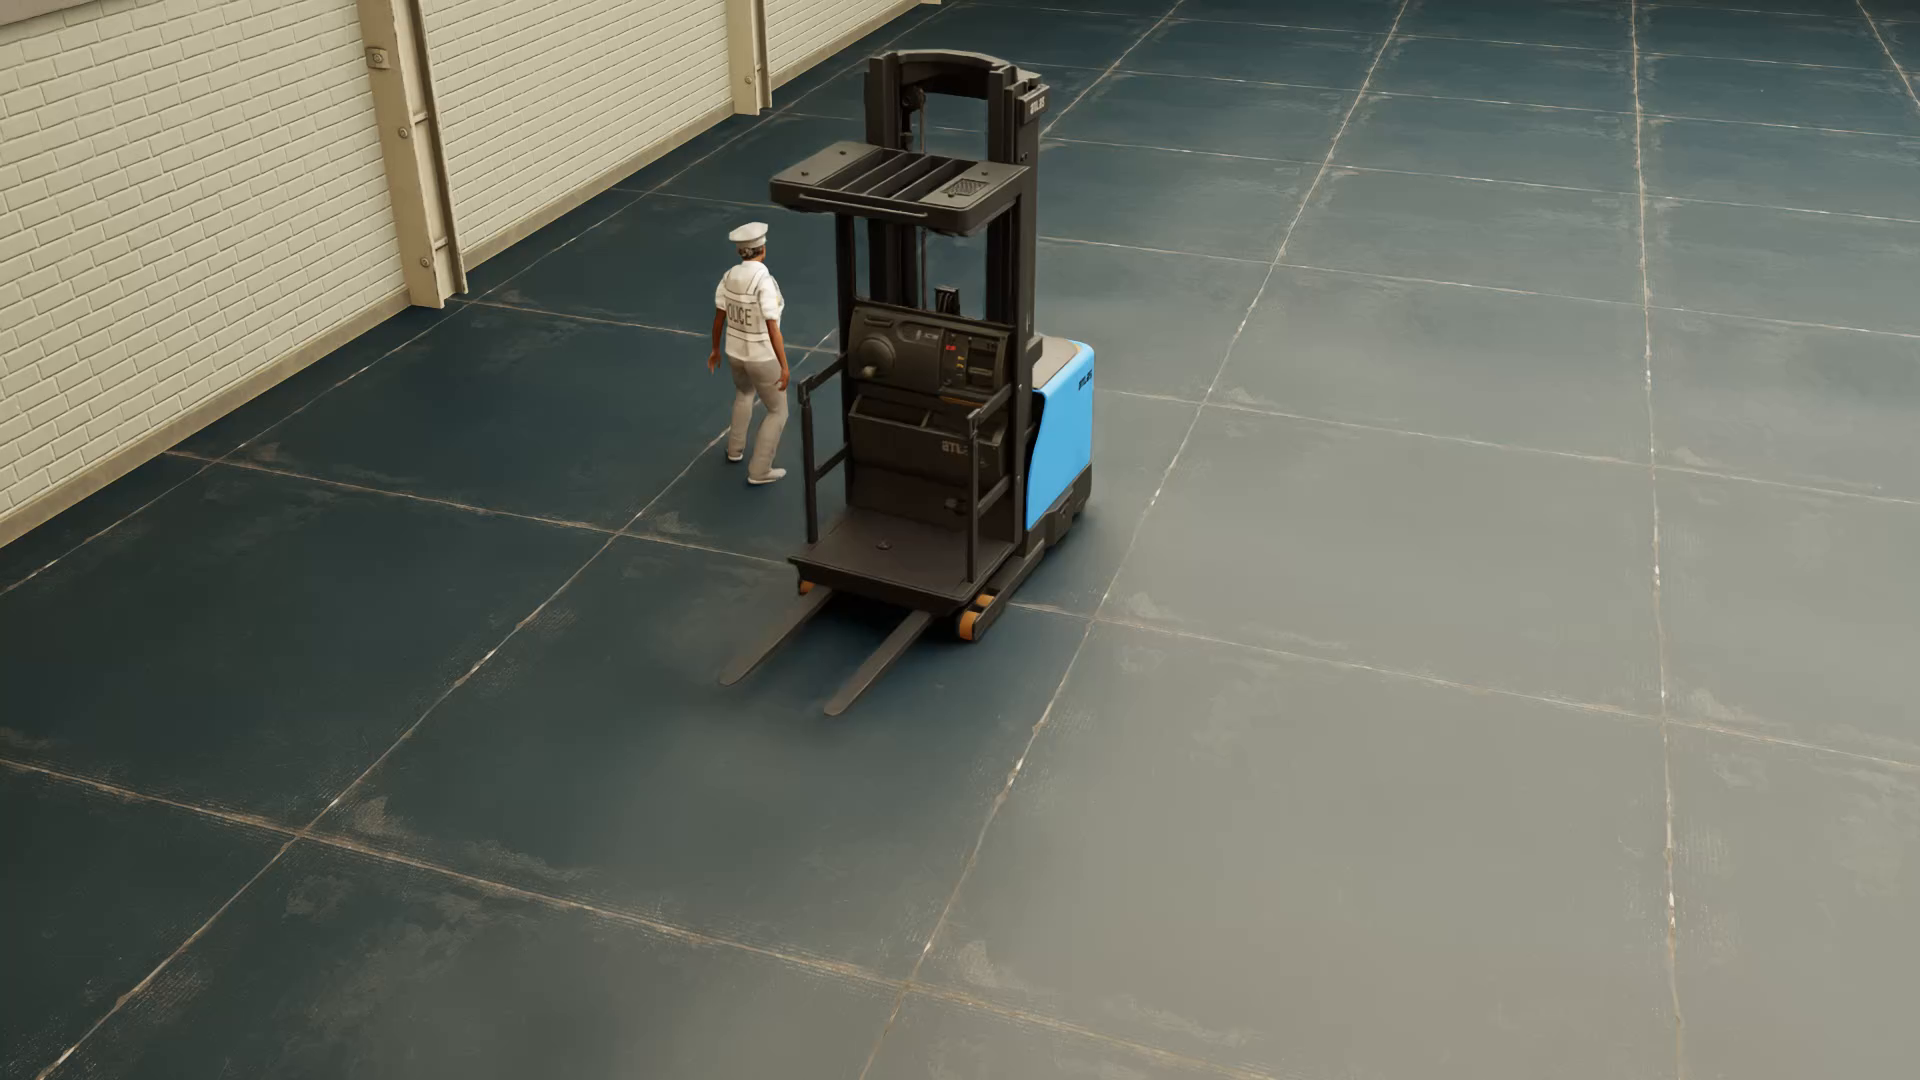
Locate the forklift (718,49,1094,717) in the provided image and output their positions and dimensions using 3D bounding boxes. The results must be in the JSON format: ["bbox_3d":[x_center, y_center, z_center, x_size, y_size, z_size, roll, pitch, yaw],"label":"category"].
[{"bbox_3d":[-0.268,-0.965,8.830,1.130,2.935,3.031,13,32,22],"label":"forklift"}]

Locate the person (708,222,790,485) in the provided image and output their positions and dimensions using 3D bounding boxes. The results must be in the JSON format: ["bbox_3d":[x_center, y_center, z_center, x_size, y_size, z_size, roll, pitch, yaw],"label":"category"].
[{"bbox_3d":[-1.312,-1.165,10.533,0.796,1.634,0.427,25,38,36],"label":"person"}]
